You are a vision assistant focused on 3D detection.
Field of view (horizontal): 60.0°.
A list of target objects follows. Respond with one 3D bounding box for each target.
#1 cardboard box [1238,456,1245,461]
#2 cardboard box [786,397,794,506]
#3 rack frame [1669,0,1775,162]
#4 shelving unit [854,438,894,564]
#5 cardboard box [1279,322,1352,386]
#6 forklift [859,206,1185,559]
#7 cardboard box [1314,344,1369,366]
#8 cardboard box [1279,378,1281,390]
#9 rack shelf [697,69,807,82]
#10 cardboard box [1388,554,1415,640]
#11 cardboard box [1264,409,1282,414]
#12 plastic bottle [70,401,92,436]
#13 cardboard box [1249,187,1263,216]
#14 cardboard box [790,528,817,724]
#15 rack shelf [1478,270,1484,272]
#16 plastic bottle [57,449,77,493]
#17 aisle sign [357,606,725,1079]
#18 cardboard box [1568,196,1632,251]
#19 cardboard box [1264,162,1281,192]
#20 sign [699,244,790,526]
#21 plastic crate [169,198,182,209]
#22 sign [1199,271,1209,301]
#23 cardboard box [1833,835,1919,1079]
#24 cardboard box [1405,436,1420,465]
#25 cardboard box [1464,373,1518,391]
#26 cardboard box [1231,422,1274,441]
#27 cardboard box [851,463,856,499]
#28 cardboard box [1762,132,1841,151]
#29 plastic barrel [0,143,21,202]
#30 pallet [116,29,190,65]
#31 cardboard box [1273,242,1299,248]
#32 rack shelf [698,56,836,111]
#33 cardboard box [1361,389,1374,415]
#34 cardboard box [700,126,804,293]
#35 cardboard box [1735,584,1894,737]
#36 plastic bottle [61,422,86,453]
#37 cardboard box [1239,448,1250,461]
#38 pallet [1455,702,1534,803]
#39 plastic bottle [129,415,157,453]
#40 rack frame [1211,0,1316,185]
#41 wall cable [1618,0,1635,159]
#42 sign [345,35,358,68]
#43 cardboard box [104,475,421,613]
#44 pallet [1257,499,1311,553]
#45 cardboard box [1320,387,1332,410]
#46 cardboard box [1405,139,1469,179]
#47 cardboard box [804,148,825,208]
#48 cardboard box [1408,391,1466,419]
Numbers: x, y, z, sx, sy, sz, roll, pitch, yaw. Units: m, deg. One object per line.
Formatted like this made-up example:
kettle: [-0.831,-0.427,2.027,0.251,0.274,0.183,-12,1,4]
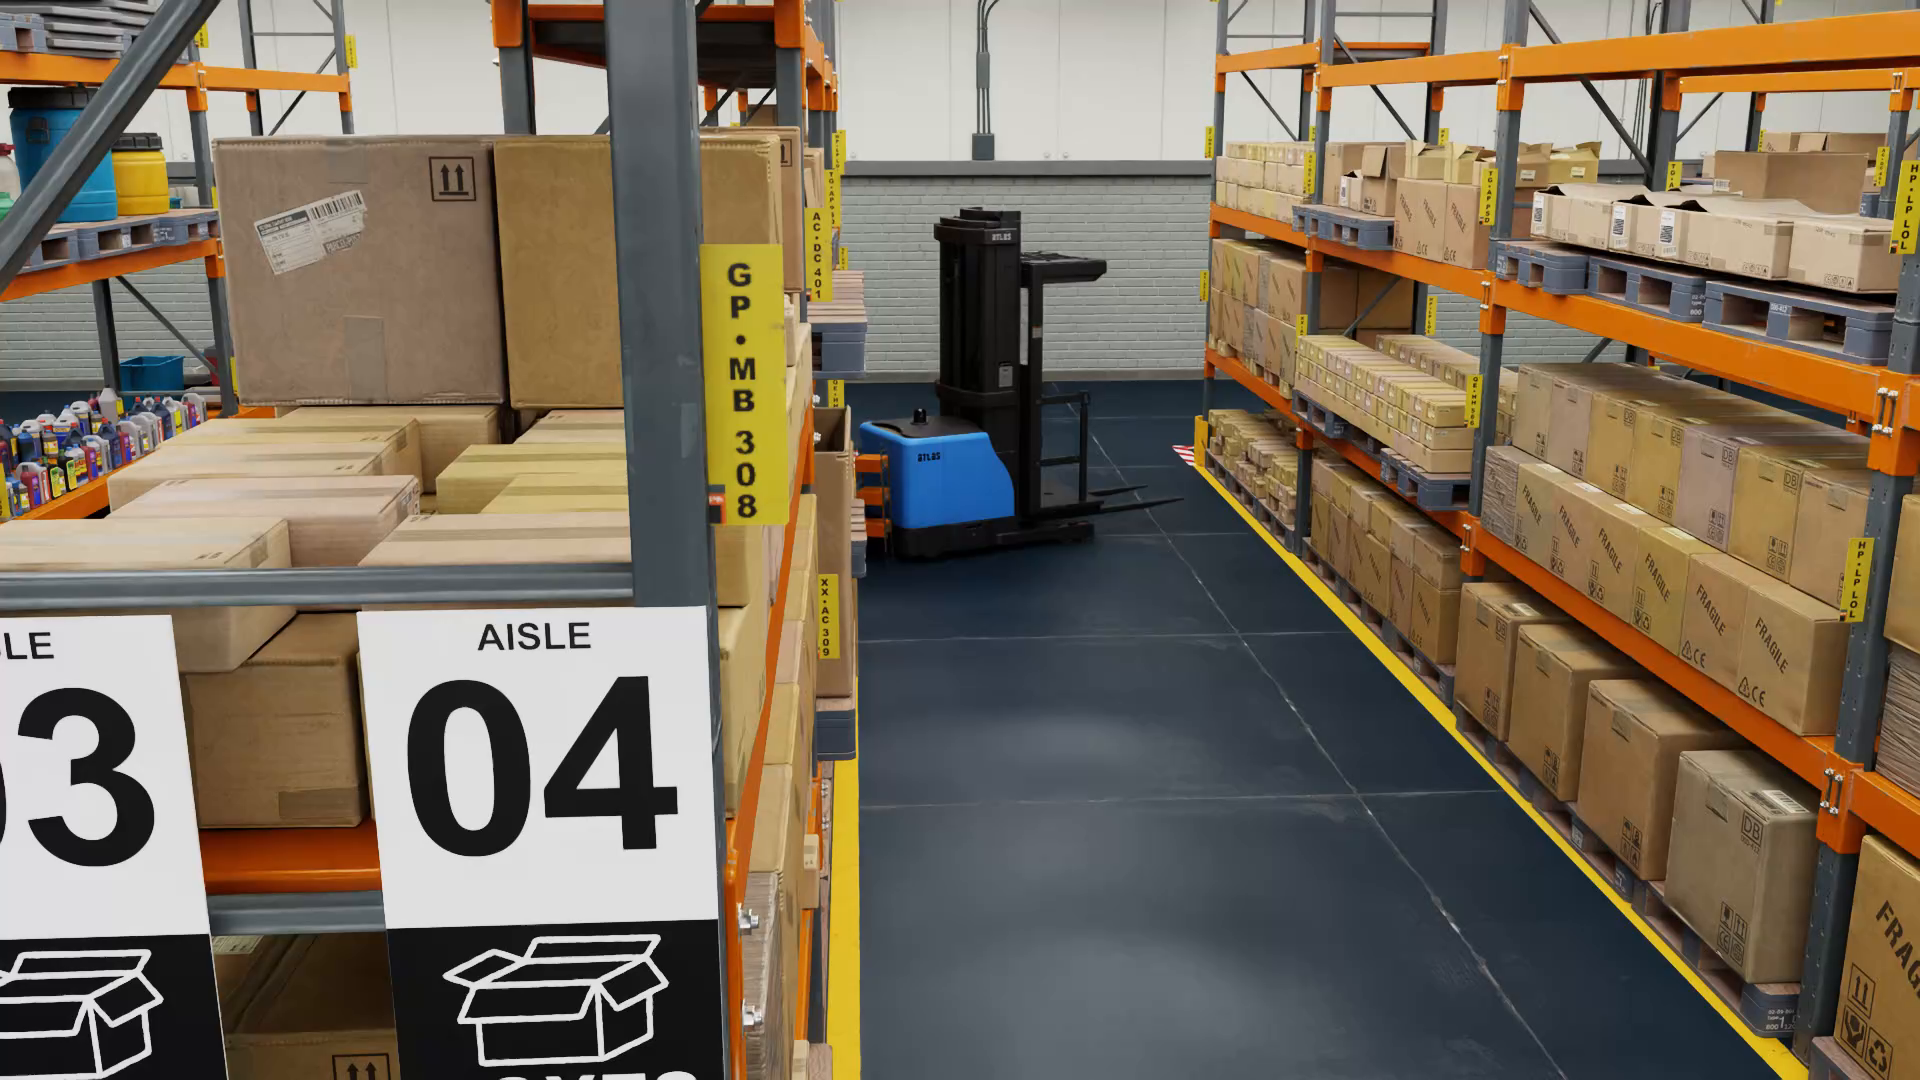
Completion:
cardboard box: [3.024,-0.757,16.826,0.380,0.149,0.250,-1,14,-3]
cardboard box: [-0.666,-0.176,3.972,0.500,0.250,0.500,0,14,-2]
rack frame: [8.107,-5.329,17.679,1.000,3.000,0.127,-1,14,-3]
shelving unit: [-0.737,-0.332,14.188,0.252,1.050,0.215,3,16,16]
cardboard box: [3.109,-1.636,14.566,0.500,0.500,0.500,-1,14,-3]
forklift: [0.635,-1.497,14.963,3.031,2.935,1.130,-8,16,-27]
cardboard box: [3.023,-1.459,13.144,0.380,0.149,0.250,-1,14,-3]
cardboard box: [3.088,-1.403,14.963,0.380,0.149,0.250,0,14,-1]
rack shelf: [-8.849,-4.023,10.720,15.735,1.986,3.809,-1,14,-3]
cardboard box: [3.339,0.386,11.680,0.500,0.500,0.500,0,14,-1]
cardboard box: [3.459,-1.305,17.764,0.380,0.149,0.250,-1,14,-3]
plastic bottle: [-6.808,-0.927,12.859,0.152,0.276,0.135,-1,14,-3]
cardboard box: [3.040,-3.199,15.721,0.500,0.250,0.500,-1,14,-4]
cardboard box: [-0.705,0.269,5.157,0.500,0.500,0.500,-1,14,-3]
rack shelf: [3.545,-2.063,11.914,0.919,0.052,3.809,-1,14,-3]
plastic bottle: [-5.941,-0.467,11.056,0.061,0.283,0.133,-1,14,-3]
aisle sign: [-0.489,0.460,2.000,0.394,0.787,0.004,-1,14,-3]
cardboard box: [3.525,-1.656,8.682,0.500,0.250,0.500,0,14,-2]
cardboard box: [3.081,-3.319,15.186,0.500,0.250,0.500,0,14,-1]
sign: [-0.251,-0.176,1.916,0.100,0.325,0.005,-1,14,-3]
plastic crate: [-6.854,-2.792,14.176,0.416,0.233,0.300,-1,14,-3]
sign: [2.632,-2.733,17.891,0.100,0.325,0.005,-1,14,-3]
cardboard box: [3.886,1.645,6.033,0.875,0.875,0.875,-1,14,-3]
cardboard box: [3.166,-0.592,10.967,0.380,0.149,0.250,-1,14,-4]
cardboard box: [3.769,-1.081,11.676,0.380,0.149,0.250,0,14,-1]
cardboard box: [2.989,-1.106,16.988,0.380,0.149,0.250,-2,15,-6]
cardboard box: [-1.420,-0.069,12.696,1.225,0.875,0.875,-1,14,-5]
cardboard box: [8.083,-3.673,16.017,0.500,0.500,0.500,-1,14,-2]
plastic barrel: [-6.492,-2.365,11.063,0.433,0.535,0.433,0,14,0]
pallet: [-6.397,-3.614,12.196,1.003,0.211,1.213,-1,14,-3]
cardboard box: [3.481,-2.763,16.940,0.500,0.500,0.500,-1,14,-5]
rack shelf: [-1.412,-3.142,11.424,1.077,0.370,4.000,-1,14,-3]
cardboard box: [3.102,-0.995,11.937,0.380,0.149,0.250,-1,14,-2]
cardboard box: [-0.758,-1.065,5.327,0.500,0.500,0.500,-1,14,-5]
cardboard box: [3.617,0.488,6.908,0.500,0.500,0.500,-1,14,-4]
plastic bottle: [-6.171,-0.642,11.601,0.144,0.351,0.185,-1,14,-3]
cardboard box: [3.032,-0.896,16.771,0.380,0.149,0.250,-2,15,-6]
pallet: [3.642,1.215,9.879,1.003,0.211,1.213,-1,14,-3]
plastic bottle: [-6.070,-0.796,12.351,0.152,0.276,0.135,-1,14,-3]
rack frame: [3.173,-5.227,17.284,1.000,3.000,0.127,-1,14,-3]
wall cable: [8.225,-6.750,23.202,2.355,3.000,0.029,-1,14,-3]
sign: [-6.179,-4.956,16.876,0.100,0.325,0.005,-1,14,-3]
cardboard box: [-1.020,0.005,2.469,0.380,0.149,0.250,-1,14,-5]
pallet: [3.344,-0.143,15.160,1.003,0.211,1.213,-1,14,-3]
cardboard box: [3.035,-1.110,12.983,0.380,0.149,0.250,-1,14,-3]
cardboard box: [3.284,-2.620,11.434,0.396,0.266,0.258,-1,14,-3]
cardboard box: [-1.009,-1.909,9.204,0.500,0.500,0.500,-1,14,-2]
cardboard box: [3.168,-0.880,10.893,0.380,0.149,0.250,-1,14,-4]
